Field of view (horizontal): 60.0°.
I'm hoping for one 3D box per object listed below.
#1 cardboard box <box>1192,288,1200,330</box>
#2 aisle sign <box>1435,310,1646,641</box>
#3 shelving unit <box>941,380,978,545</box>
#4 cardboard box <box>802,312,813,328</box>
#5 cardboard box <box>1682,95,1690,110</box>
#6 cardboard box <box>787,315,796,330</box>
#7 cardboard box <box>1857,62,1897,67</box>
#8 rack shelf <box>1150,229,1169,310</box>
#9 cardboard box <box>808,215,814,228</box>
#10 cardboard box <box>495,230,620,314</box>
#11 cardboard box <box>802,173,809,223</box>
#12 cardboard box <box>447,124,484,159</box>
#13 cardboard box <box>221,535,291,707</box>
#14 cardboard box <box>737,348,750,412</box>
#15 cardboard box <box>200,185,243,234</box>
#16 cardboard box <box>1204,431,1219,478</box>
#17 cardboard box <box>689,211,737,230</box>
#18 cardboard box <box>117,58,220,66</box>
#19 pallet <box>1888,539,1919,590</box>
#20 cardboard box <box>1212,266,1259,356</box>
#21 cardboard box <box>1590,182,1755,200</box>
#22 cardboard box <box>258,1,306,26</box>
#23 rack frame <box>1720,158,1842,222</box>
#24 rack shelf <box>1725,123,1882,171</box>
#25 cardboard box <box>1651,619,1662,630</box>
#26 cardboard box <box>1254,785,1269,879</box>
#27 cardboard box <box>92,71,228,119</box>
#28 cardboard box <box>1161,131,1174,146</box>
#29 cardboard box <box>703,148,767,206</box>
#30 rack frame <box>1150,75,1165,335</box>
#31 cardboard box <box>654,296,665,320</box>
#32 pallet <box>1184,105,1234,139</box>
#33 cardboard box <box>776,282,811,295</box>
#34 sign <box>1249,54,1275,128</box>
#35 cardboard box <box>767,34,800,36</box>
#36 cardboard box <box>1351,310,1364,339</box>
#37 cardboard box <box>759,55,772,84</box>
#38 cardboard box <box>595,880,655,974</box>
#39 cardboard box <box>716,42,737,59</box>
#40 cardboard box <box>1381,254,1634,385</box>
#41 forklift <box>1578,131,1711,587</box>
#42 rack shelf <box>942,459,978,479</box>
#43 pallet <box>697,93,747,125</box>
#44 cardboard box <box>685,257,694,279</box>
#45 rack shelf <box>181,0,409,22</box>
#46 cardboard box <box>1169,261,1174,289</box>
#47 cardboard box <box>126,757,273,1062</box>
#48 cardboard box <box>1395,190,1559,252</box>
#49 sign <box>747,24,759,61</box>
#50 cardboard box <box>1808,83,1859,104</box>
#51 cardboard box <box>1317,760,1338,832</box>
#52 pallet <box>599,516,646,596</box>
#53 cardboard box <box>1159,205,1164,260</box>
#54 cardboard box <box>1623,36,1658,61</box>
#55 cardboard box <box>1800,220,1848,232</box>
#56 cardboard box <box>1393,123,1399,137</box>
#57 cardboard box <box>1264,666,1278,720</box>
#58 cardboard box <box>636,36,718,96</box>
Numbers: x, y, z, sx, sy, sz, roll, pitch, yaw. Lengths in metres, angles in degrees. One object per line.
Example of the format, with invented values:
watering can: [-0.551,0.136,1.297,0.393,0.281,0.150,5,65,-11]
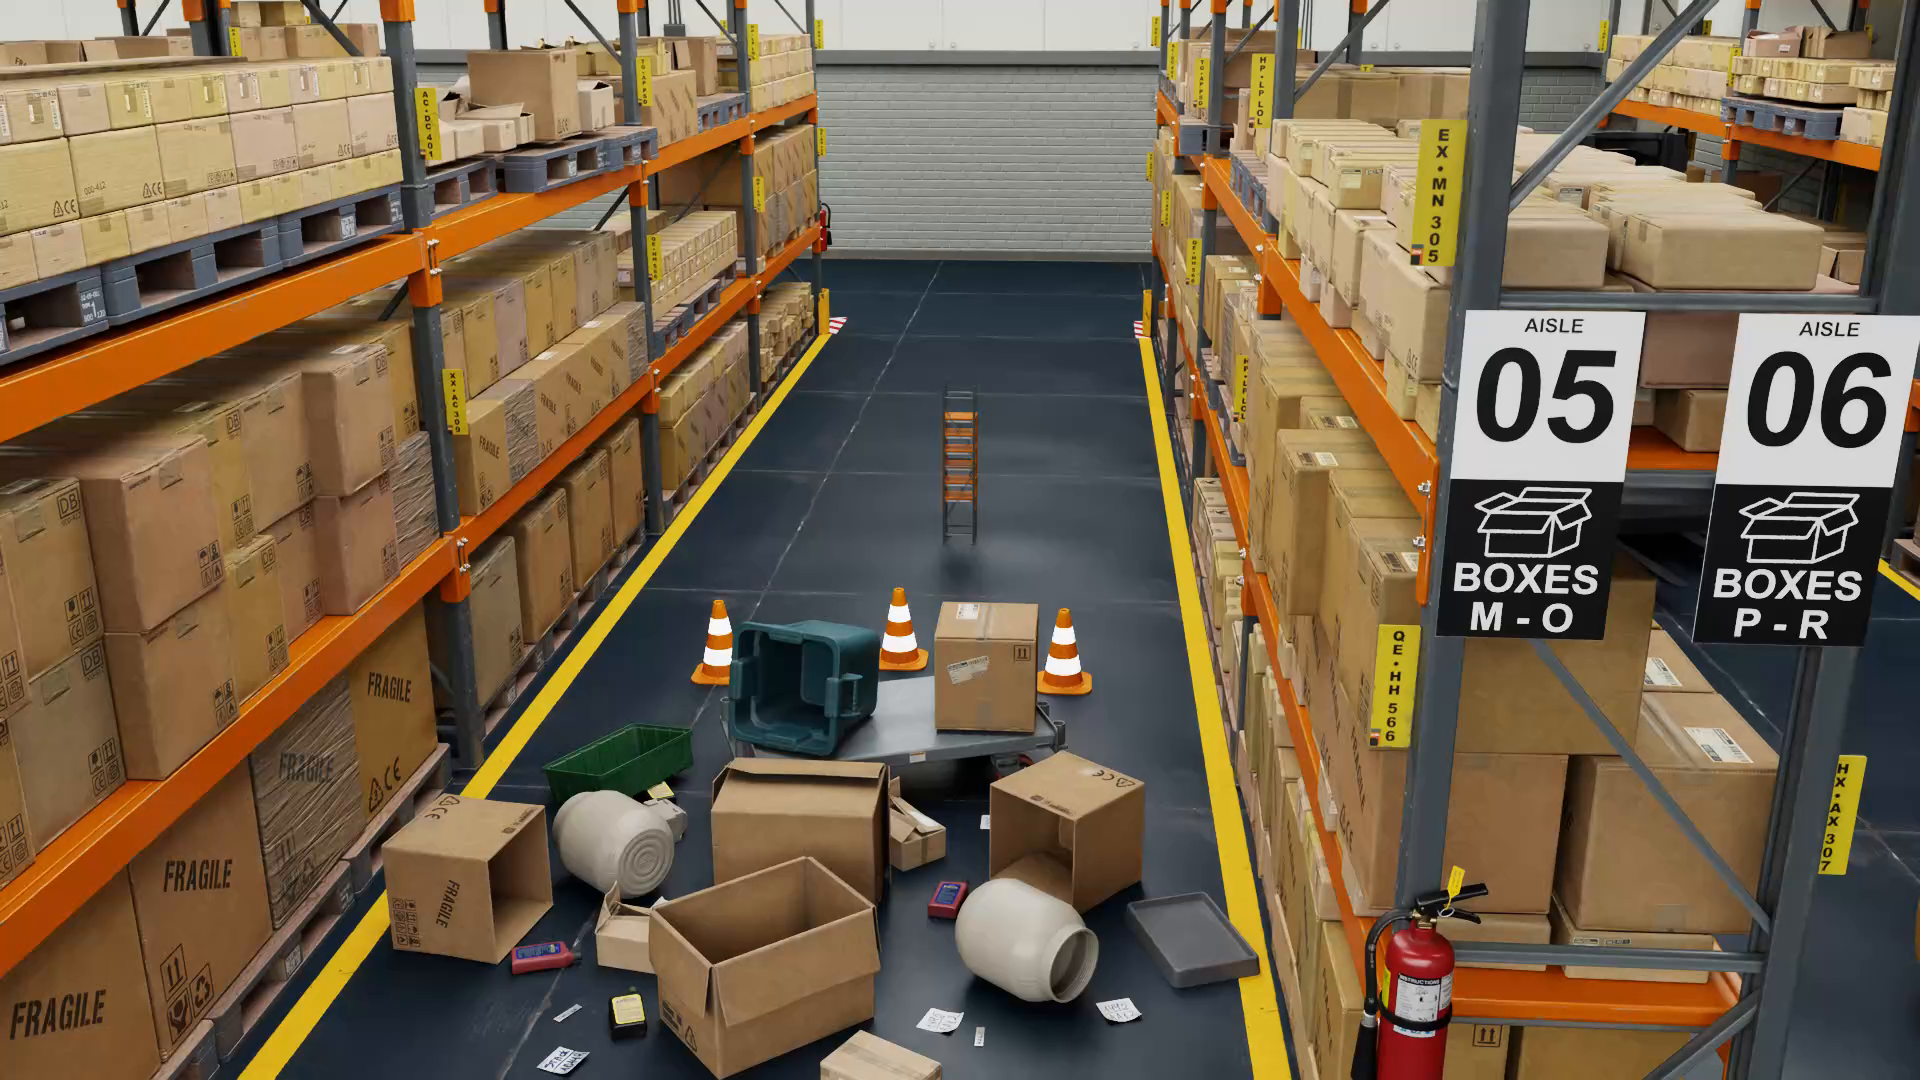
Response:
cardboard box: [1.986,-1.724,12.305,0.500,0.250,0.500,1,18,4]
aisle sign: [1.337,-0.139,3.856,0.394,0.787,0.004,1,18,4]
shelving unit: [-0.001,-0.566,12.222,0.258,1.200,0.189,1,18,4]
cardboard box: [-1.914,-2.560,19.322,0.380,0.149,0.250,2,18,6]
cardboard box: [7.293,-4.276,16.242,0.380,0.149,0.250,2,18,6]
cardboard box: [-2.016,-2.379,18.293,0.380,0.149,0.250,2,18,7]
cardboard box: [7.393,-3.733,13.270,0.380,0.149,0.250,1,18,4]
rack shelf: [2.635,-2.923,17.682,1.077,0.370,4.000,1,18,4]
cardboard box: [-1.908,-3.738,19.418,0.380,0.149,0.250,1,18,4]
cardboard box: [-2.782,-1.864,11.528,0.700,0.500,0.500,1,18,4]
cardboard box: [-1.984,-3.849,18.714,0.500,0.500,0.500,1,18,3]
cardboard box: [-2.705,-2.108,8.790,0.250,0.149,0.380,1,18,4]
cardboard box: [-3.152,0.309,6.423,0.875,0.550,0.500,1,18,4]
cardboard box: [-2.255,-1.499,15.521,0.500,0.500,0.500,1,18,3]
cardboard box: [-2.843,-1.197,6.010,0.380,0.149,0.250,1,18,4]
cardboard box: [2.337,-0.804,12.797,0.875,0.875,0.875,1,18,3]
cardboard box: [-2.287,-2.957,15.403,0.380,0.149,0.250,2,18,6]
cardboard box: [-3.409,-1.985,7.136,0.380,0.149,0.250,1,18,3]
pallet: [7.058,0.288,11.205,1.003,0.211,1.213,1,18,4]
cardboard box: [1.911,-1.493,10.850,0.500,0.500,0.500,2,18,7]
cardboard box: [2.034,-0.939,4.776,0.380,0.149,0.250,1,18,4]
cardboard box: [-7.261,-5.557,17.546,0.500,0.250,0.500,1,18,2]
rack frame: [7.442,-2.534,15.339,1.000,3.000,0.127,1,18,4]
rack shelf: [7.299,-2.997,13.089,1.077,0.370,4.000,1,18,4]
cardboard box: [2.011,0.434,5.642,0.500,0.500,0.500,1,18,3]
cardboard box: [1.579,1.291,7.407,0.500,0.250,0.500,2,18,7]
cardboard box: [-2.844,-1.578,5.892,0.380,0.149,0.250,2,18,5]
cardboard box: [2.395,-4.370,18.133,0.380,0.149,0.250,1,18,2]
cardboard box: [-2.178,-3.522,16.109,0.500,0.500,0.500,2,18,5]
rack frame: [2.778,-3.886,19.465,1.000,3.000,0.127,1,18,4]
cardboard box: [-2.487,-1.779,12.763,0.380,0.149,0.250,2,18,7]
pallet: [2.275,-3.286,13.119,1.003,0.211,1.213,2,18,6]
cardboard box: [-1.952,-2.923,19.474,0.380,0.149,0.250,1,18,5]
sign: [1.364,-2.029,7.517,0.100,0.325,0.005,1,18,4]
cardboard box: [-1.991,-5.562,18.560,0.380,0.149,0.250,2,18,5]
cardboard box: [1.497,-0.737,5.441,0.380,0.149,0.250,1,18,2]
cardboard box: [-2.139,-4.613,16.306,0.500,0.250,0.500,1,18,4]
cardboard box: [-1.313,1.636,7.004,0.396,0.266,0.258,4,19,13]
cardboard box: [-2.191,-4.589,15.591,0.380,0.149,0.250,1,18,3]
cardboard box: [1.399,-0.577,4.313,0.500,0.250,0.500,1,18,3]
forklift: [4.808,-1.363,11.874,1.130,2.935,3.031,-2,18,-7]
rack shelf: [-0.001,-0.523,12.236,0.258,0.103,0.180,1,18,4]
pallet: [-2.604,-3.870,14.900,1.213,0.211,1.003,1,18,4]
cardboard box: [-2.414,-2.248,13.717,0.380,0.149,0.250,1,18,3]
rack shelf: [-3.170,-1.936,5.677,1.077,0.370,4.000,1,18,4]
cardboard box: [2.196,-2.442,15.298,0.500,0.250,0.500,1,18,3]
cardboard box: [-3.270,1.329,6.288,0.875,0.875,0.875,1,18,3]
cardboard box: [1.417,-0.872,4.574,0.380,0.149,0.250,1,18,3]
sign: [-1.900,-4.570,15.272,0.100,0.325,0.005,1,18,4]
cardboard box: [6.940,-3.525,13.116,0.380,0.149,0.250,2,18,5]
cardboard box: [1.380,0.841,5.443,0.380,0.149,0.250,2,18,5]
pallet: [-2.872,0.088,11.816,1.003,0.211,1.213,1,18,4]
cardboard box: [2.322,-3.157,17.081,0.500,0.500,0.500,1,18,3]
cardboard box: [7.392,-5.220,17.679,0.500,0.250,0.500,1,18,4]
cardboard box: [7.147,-2.475,14.324,0.700,0.500,0.500,1,18,5]
cardboard box: [2.359,-1.885,8.109,0.500,0.250,0.500,1,18,2]
cardboard box: [1.502,0.658,7.094,0.380,0.149,0.250,2,18,6]
cardboard box: [-2.590,-4.280,15.016,0.700,0.500,0.500,1,18,4]
